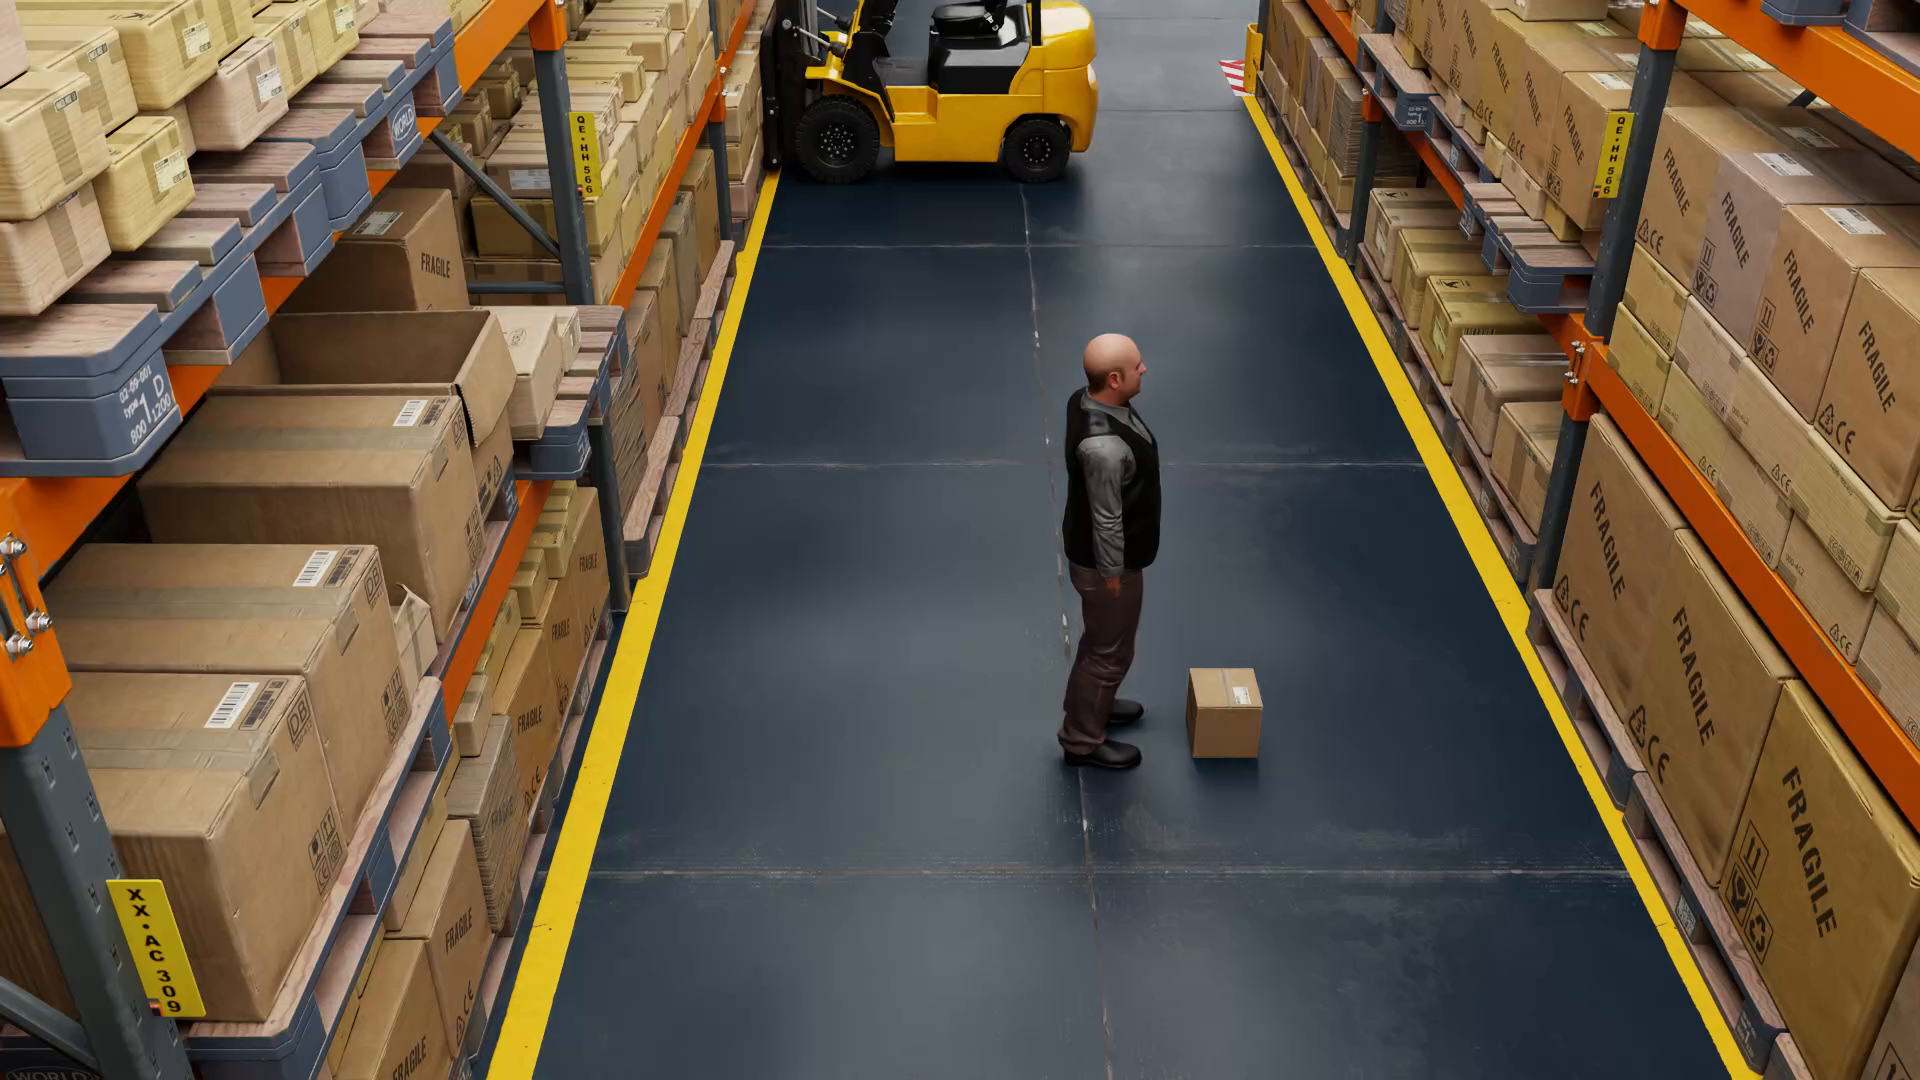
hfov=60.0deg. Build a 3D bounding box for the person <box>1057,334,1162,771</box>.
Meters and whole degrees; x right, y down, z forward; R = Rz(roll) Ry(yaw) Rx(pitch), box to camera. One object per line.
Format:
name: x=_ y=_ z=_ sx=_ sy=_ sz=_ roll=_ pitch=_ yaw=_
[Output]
person: x=0.550 y=0.037 z=6.103 sx=0.360 sy=1.716 sz=0.531 roll=1 pitch=31 yaw=1
